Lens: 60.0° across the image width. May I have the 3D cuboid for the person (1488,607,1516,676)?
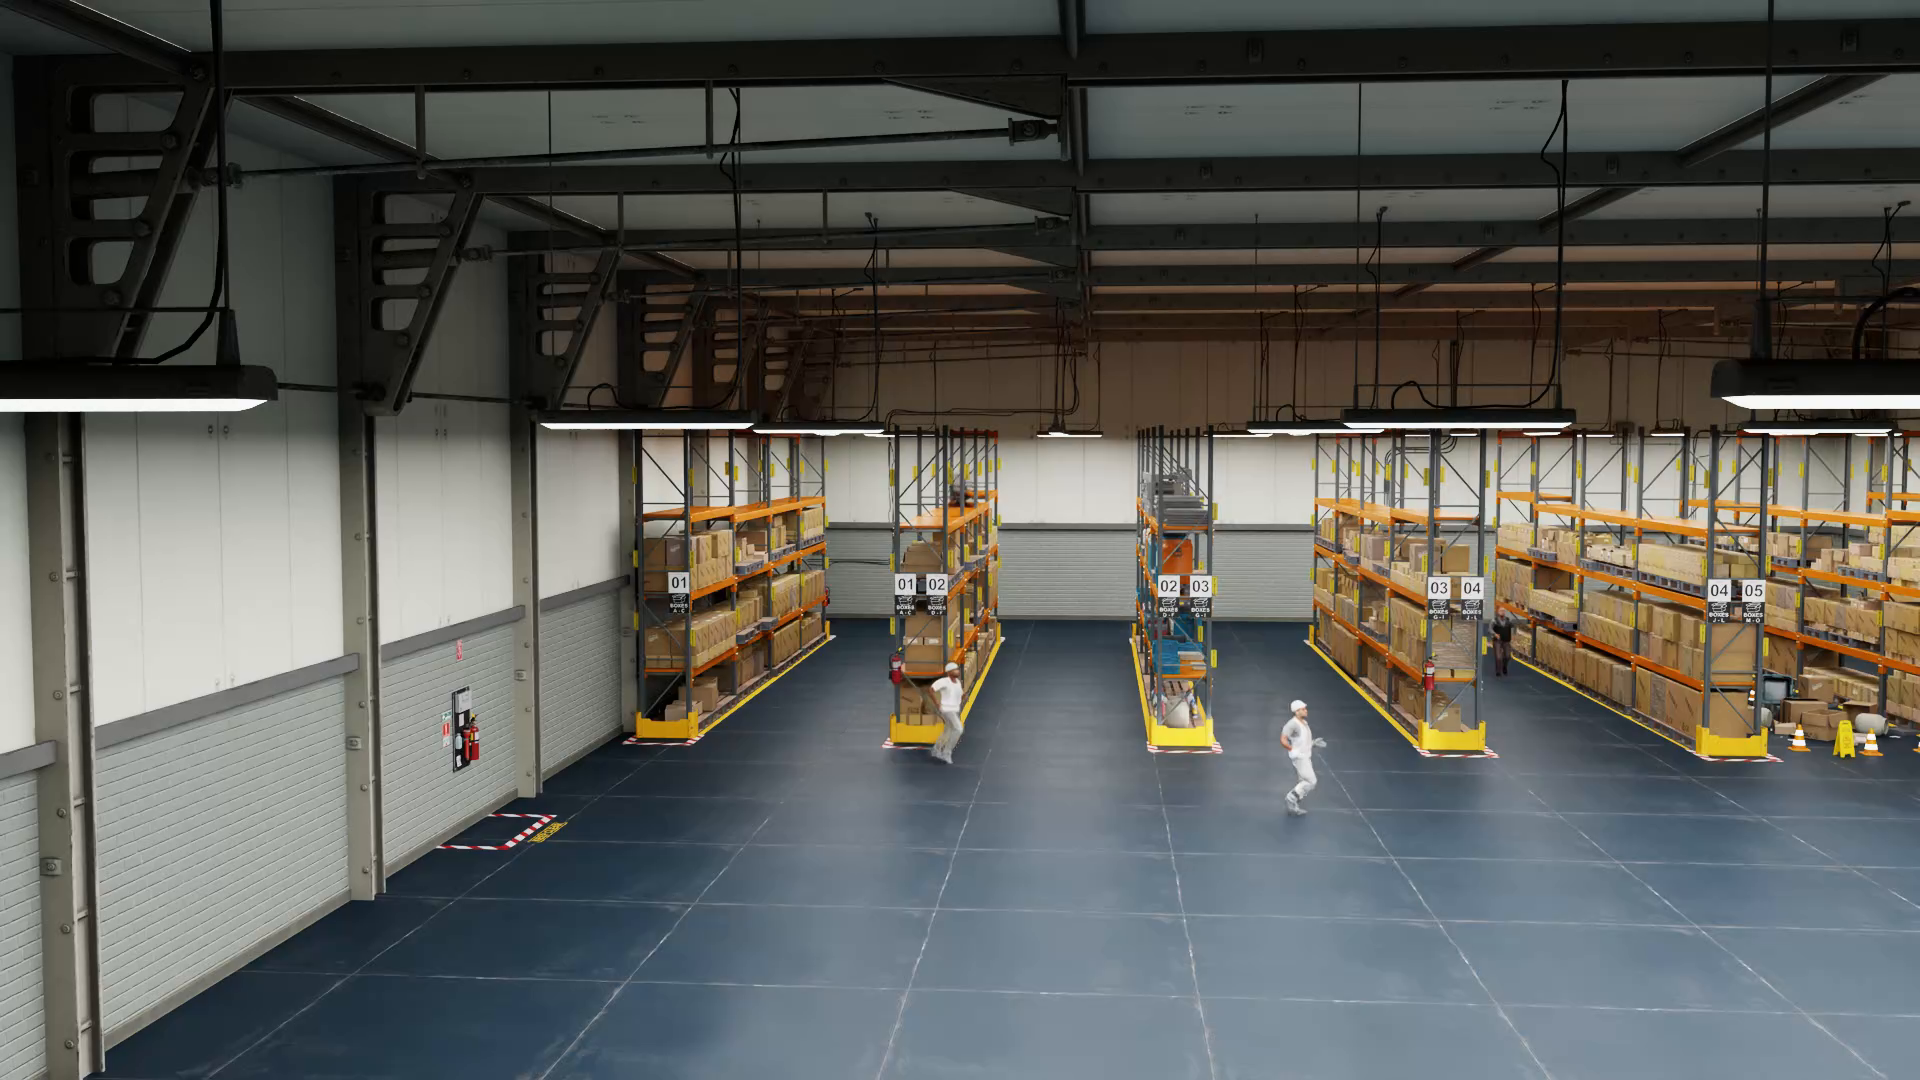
[{"bbox_3d":[13.080,2.464,40.067,0.699,1.679,0.584,0,3,8],"label":"person"}]

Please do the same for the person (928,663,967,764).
[{"bbox_3d":[-0.184,3.073,29.676,0.662,1.784,0.690,2,4,27],"label":"person"}]

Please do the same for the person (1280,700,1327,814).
[{"bbox_3d":[5.236,3.314,25.281,0.584,1.742,0.643,2,4,29],"label":"person"}]
